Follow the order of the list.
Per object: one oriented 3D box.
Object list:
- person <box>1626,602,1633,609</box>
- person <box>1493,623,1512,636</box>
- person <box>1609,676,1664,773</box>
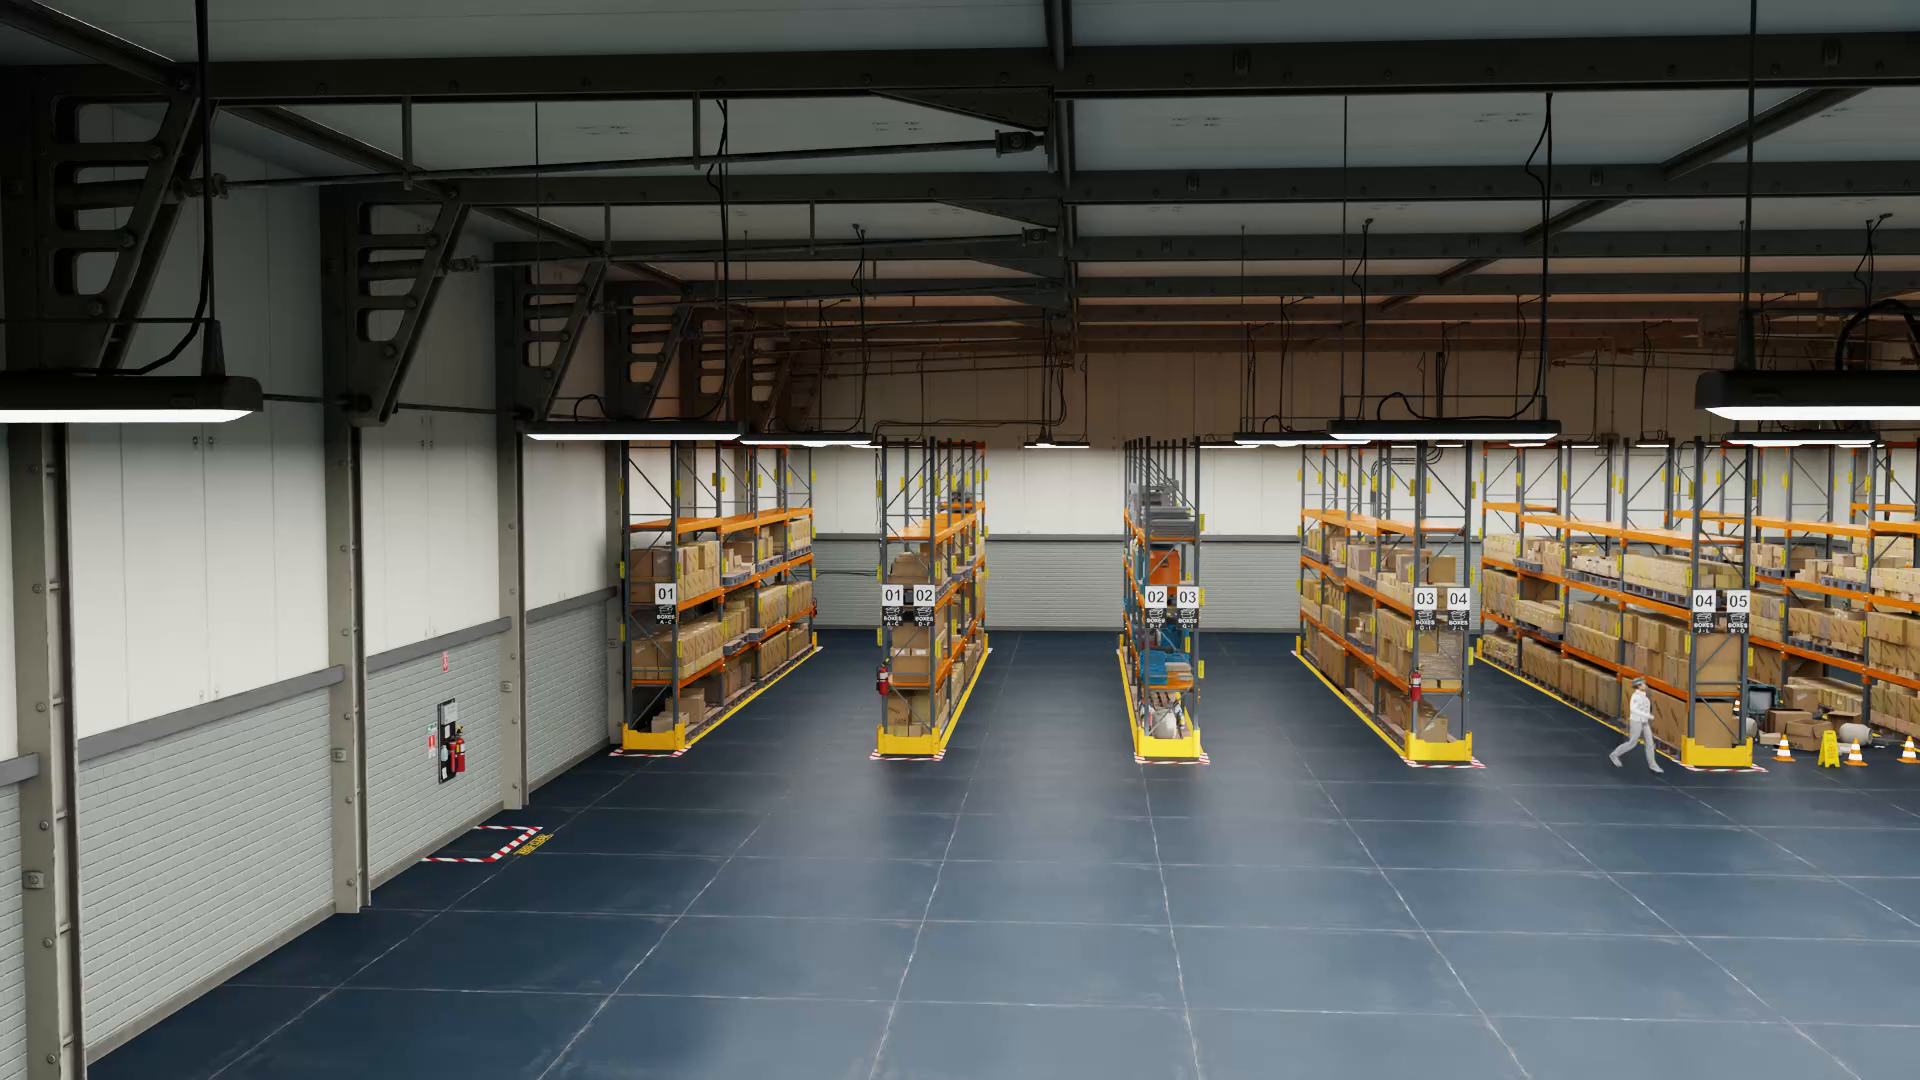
[{"bbox_3d":[19.204,2.360,48.000,0.671,1.597,0.504,-1,3,-16],"label":"person"},{"bbox_3d":[15.499,2.351,47.450,0.939,1.649,0.633,2,3,29],"label":"person"},{"bbox_3d":[12.154,3.277,29.752,0.947,1.692,0.657,3,4,41],"label":"person"}]
